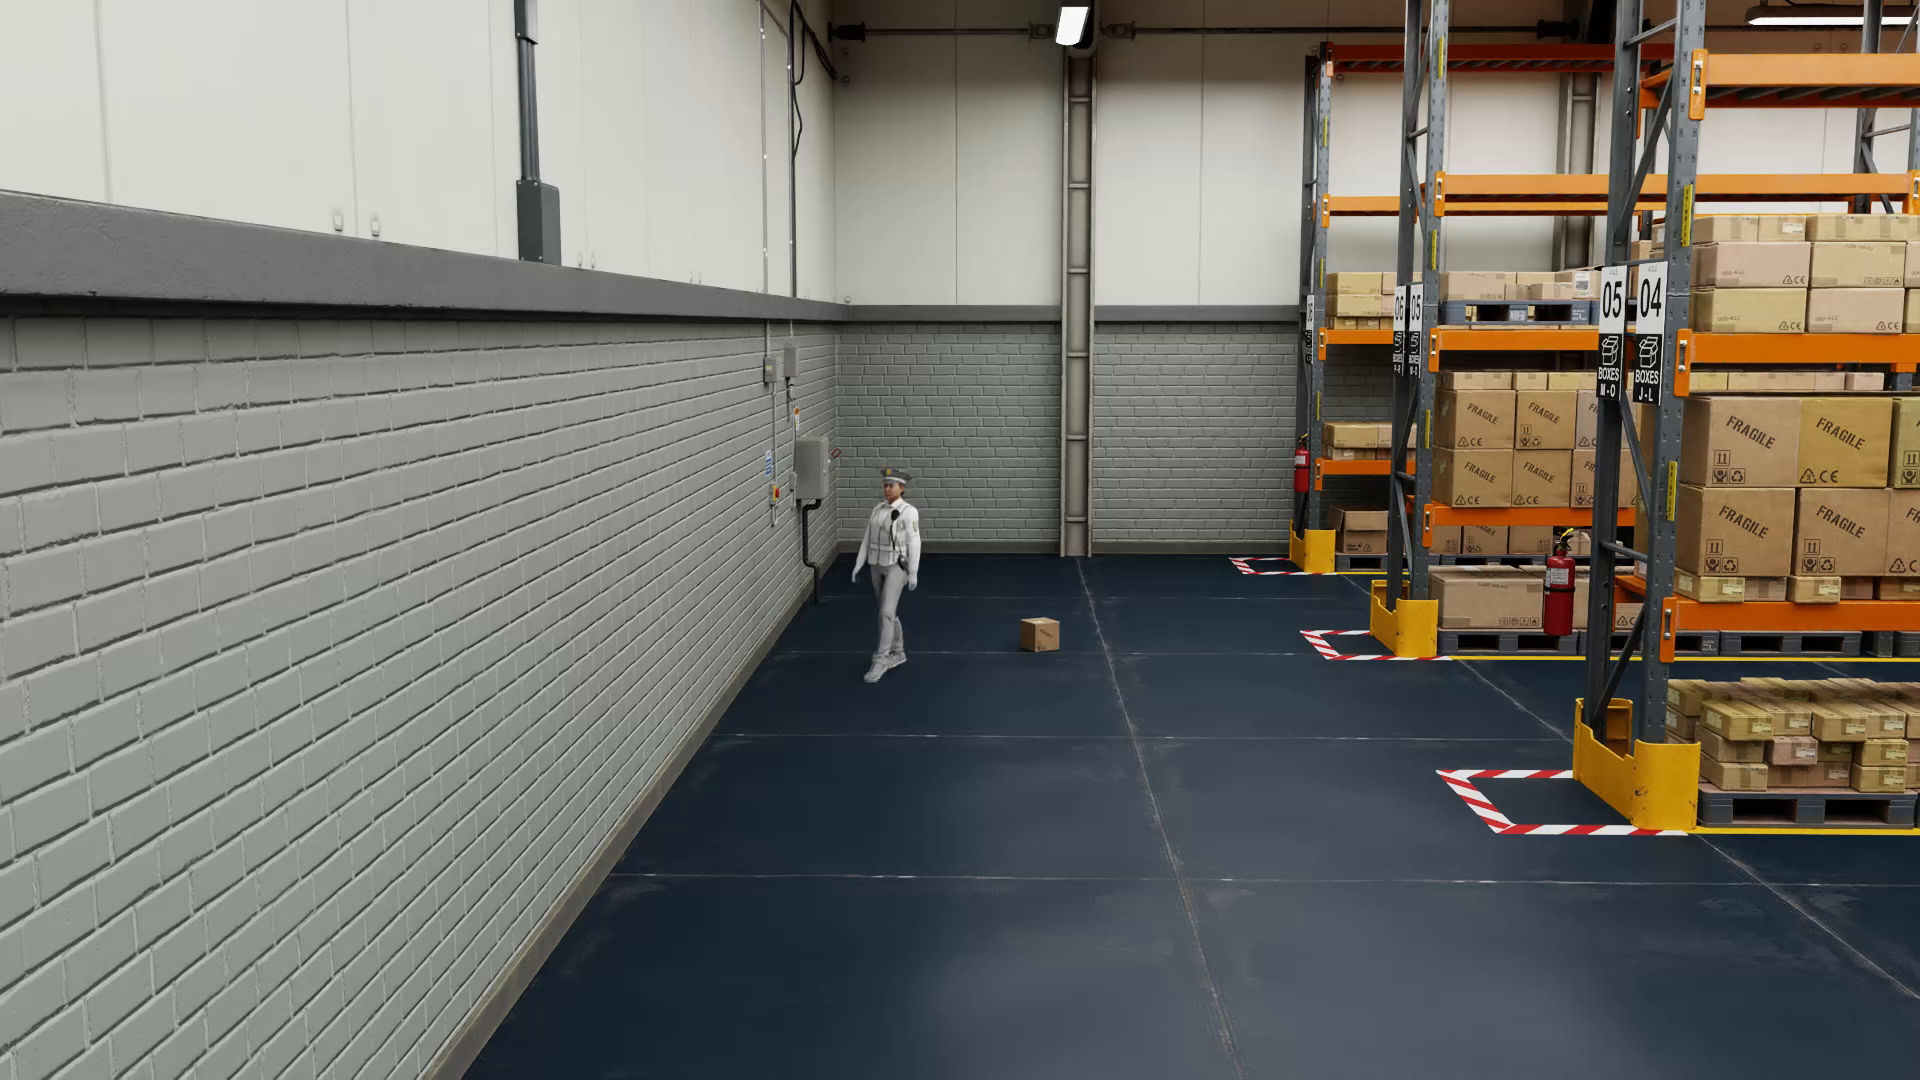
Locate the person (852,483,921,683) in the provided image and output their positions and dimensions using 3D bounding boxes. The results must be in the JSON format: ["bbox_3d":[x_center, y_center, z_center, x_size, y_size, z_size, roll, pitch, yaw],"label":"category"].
[{"bbox_3d":[-0.657,0.277,13.617,0.498,1.659,0.709,6,10,41],"label":"person"}]
